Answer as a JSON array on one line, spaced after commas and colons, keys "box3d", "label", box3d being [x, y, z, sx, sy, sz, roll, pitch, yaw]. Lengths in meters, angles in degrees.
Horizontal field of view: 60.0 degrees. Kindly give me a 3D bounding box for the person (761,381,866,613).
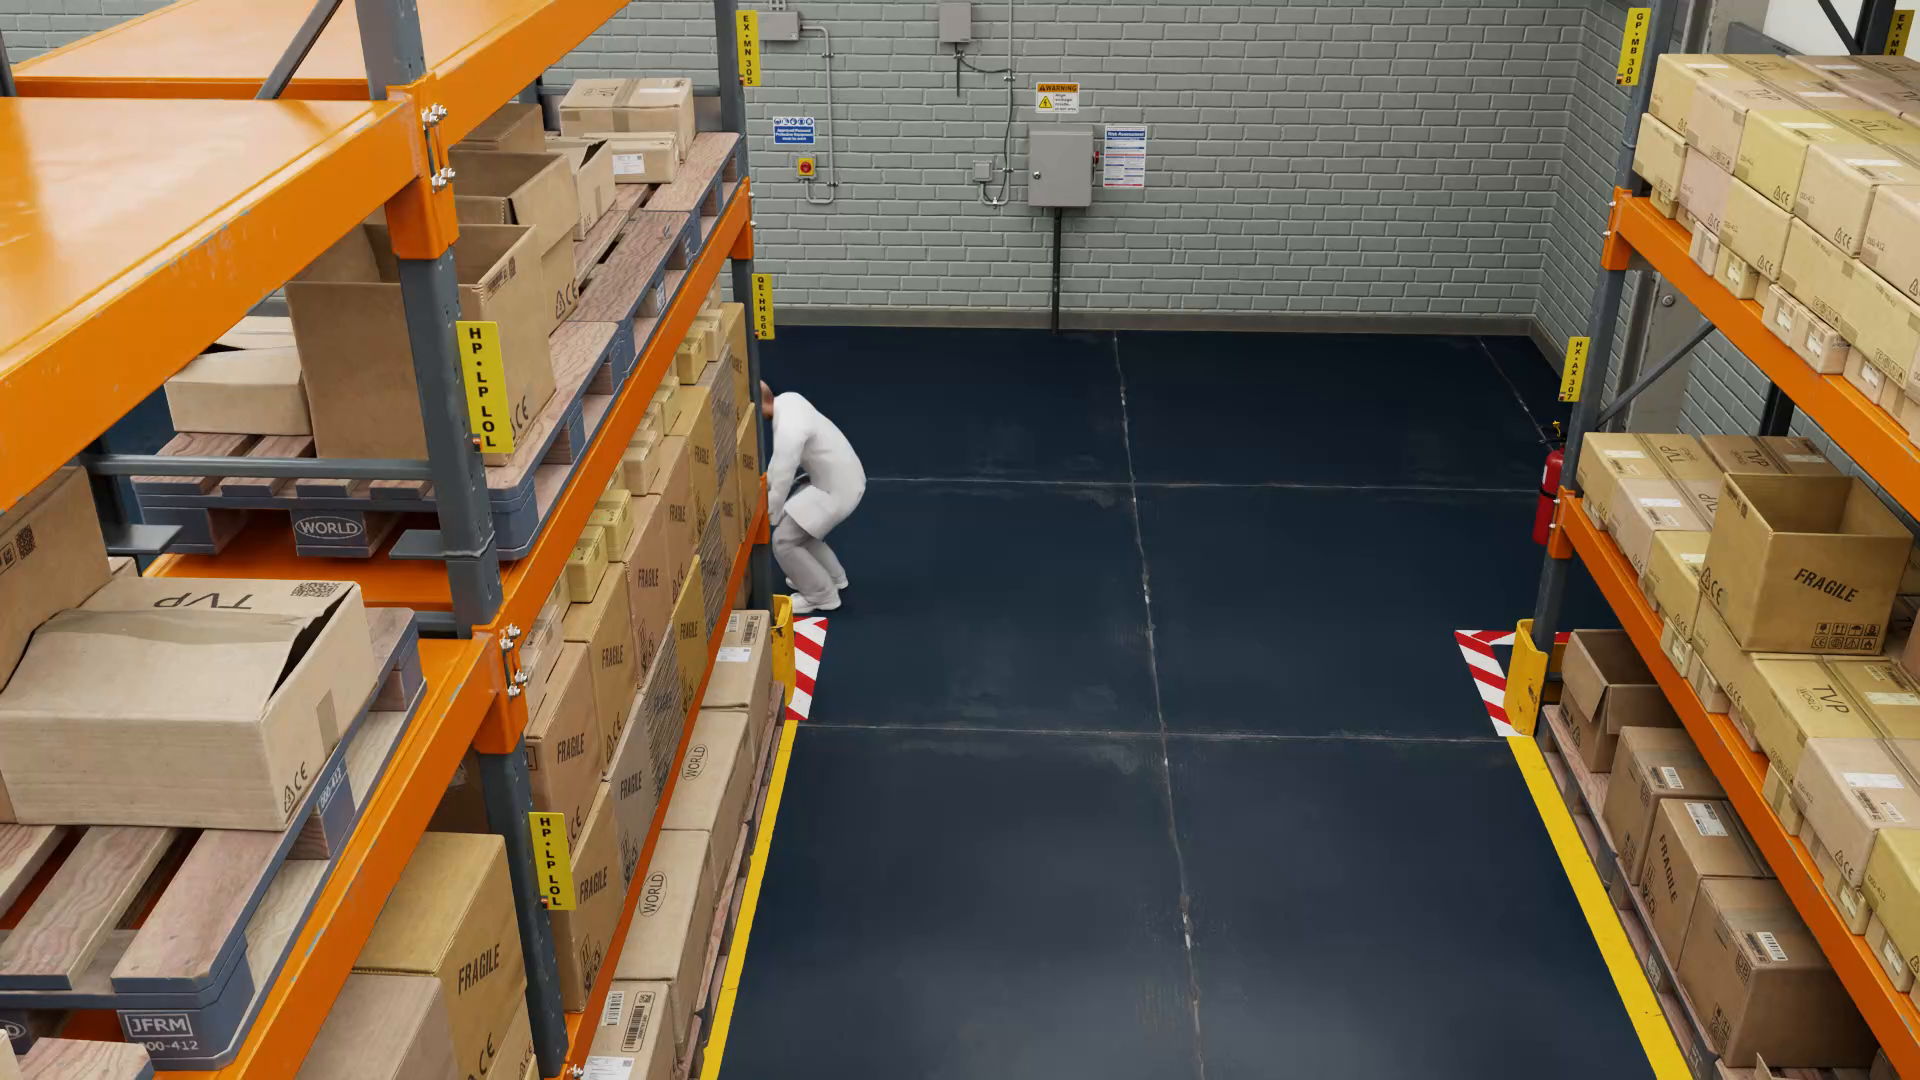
[{"box3d": [-0.898, -0.265, 9.545, 0.719, 1.410, 0.631, -1, 28, -1], "label": "person"}]
